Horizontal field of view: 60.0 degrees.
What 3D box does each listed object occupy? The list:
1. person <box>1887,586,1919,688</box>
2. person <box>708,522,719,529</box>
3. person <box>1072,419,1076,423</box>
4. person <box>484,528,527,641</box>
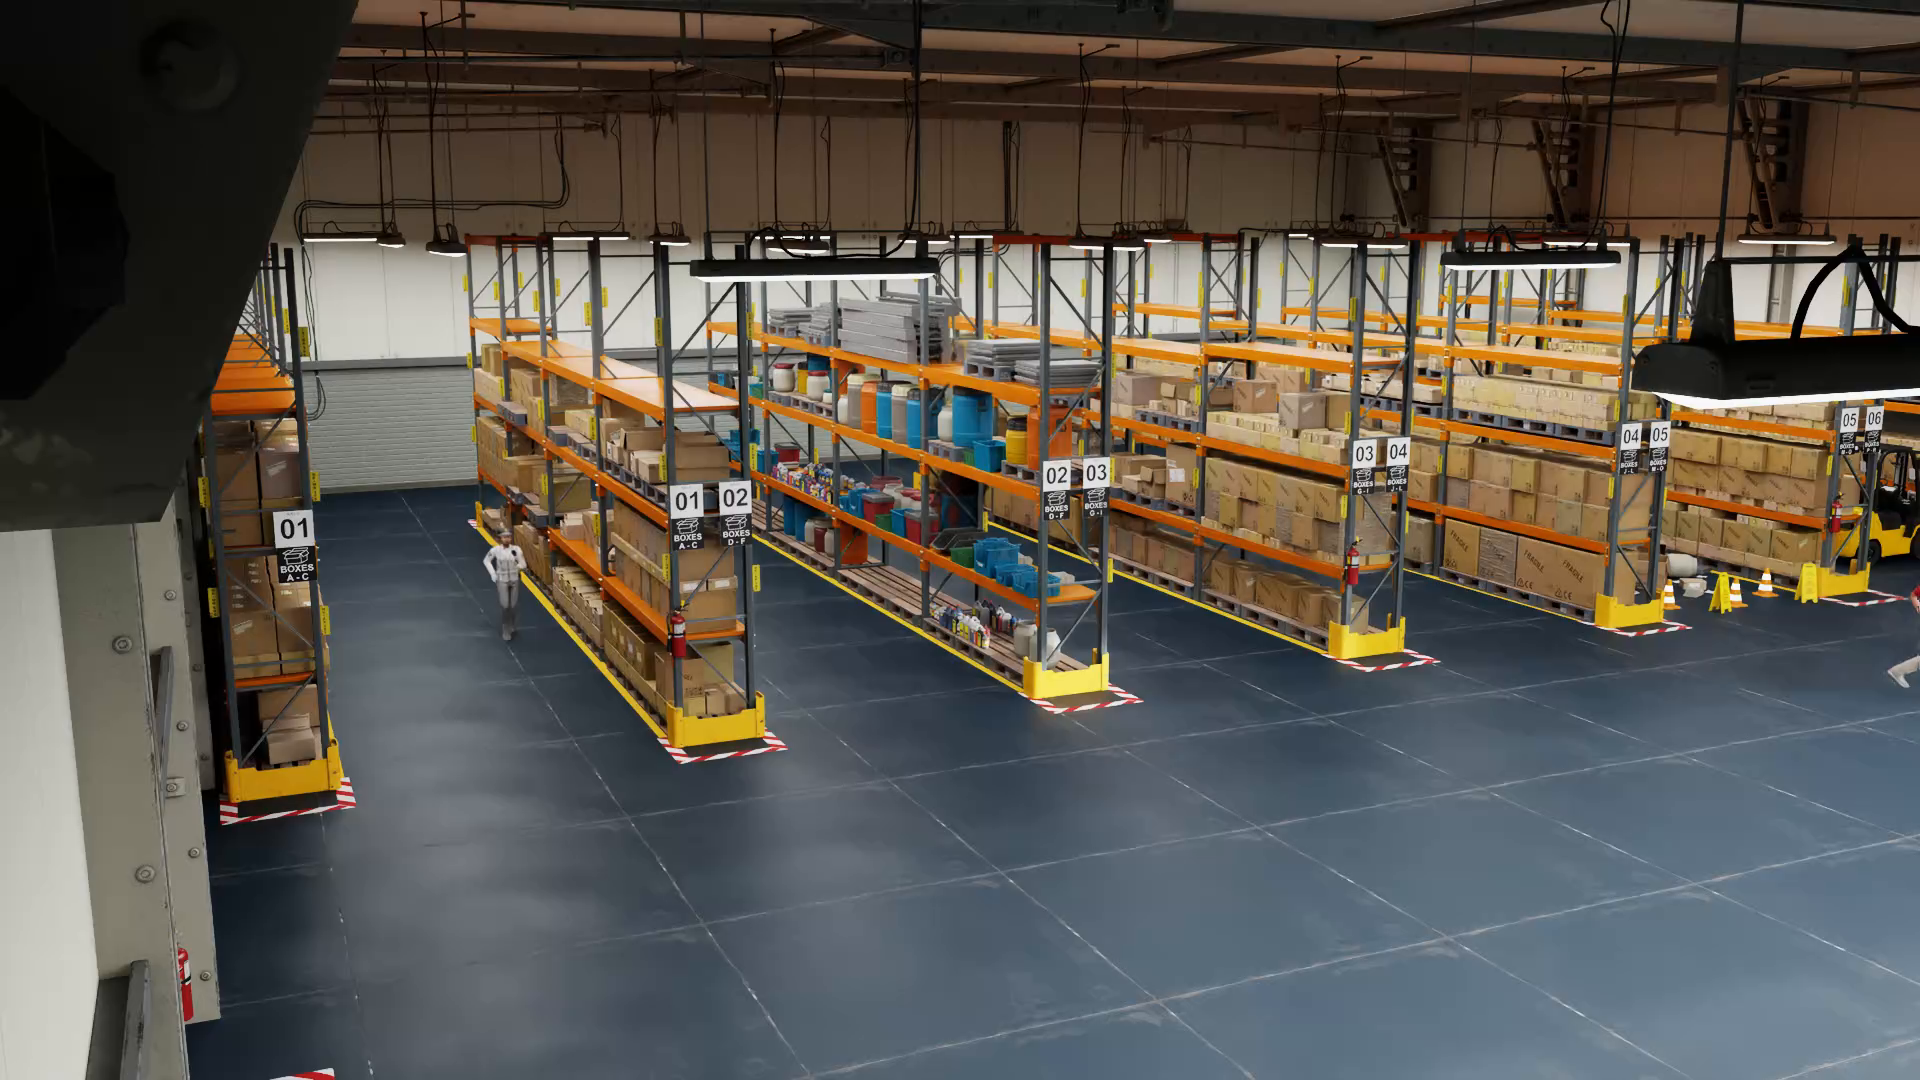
[{"bbox_3d":[12.986,1.259,22.258,0.937,1.785,0.693,3,11,14],"label":"person"},{"bbox_3d":[-4.578,-0.317,30.254,0.630,1.779,0.774,-7,13,-31],"label":"person"},{"bbox_3d":[2.505,-2.100,39.768,0.656,1.608,0.782,-2,11,-11],"label":"person"},{"bbox_3d":[-6.877,0.665,25.283,0.592,1.736,0.677,-5,12,-26],"label":"person"}]
